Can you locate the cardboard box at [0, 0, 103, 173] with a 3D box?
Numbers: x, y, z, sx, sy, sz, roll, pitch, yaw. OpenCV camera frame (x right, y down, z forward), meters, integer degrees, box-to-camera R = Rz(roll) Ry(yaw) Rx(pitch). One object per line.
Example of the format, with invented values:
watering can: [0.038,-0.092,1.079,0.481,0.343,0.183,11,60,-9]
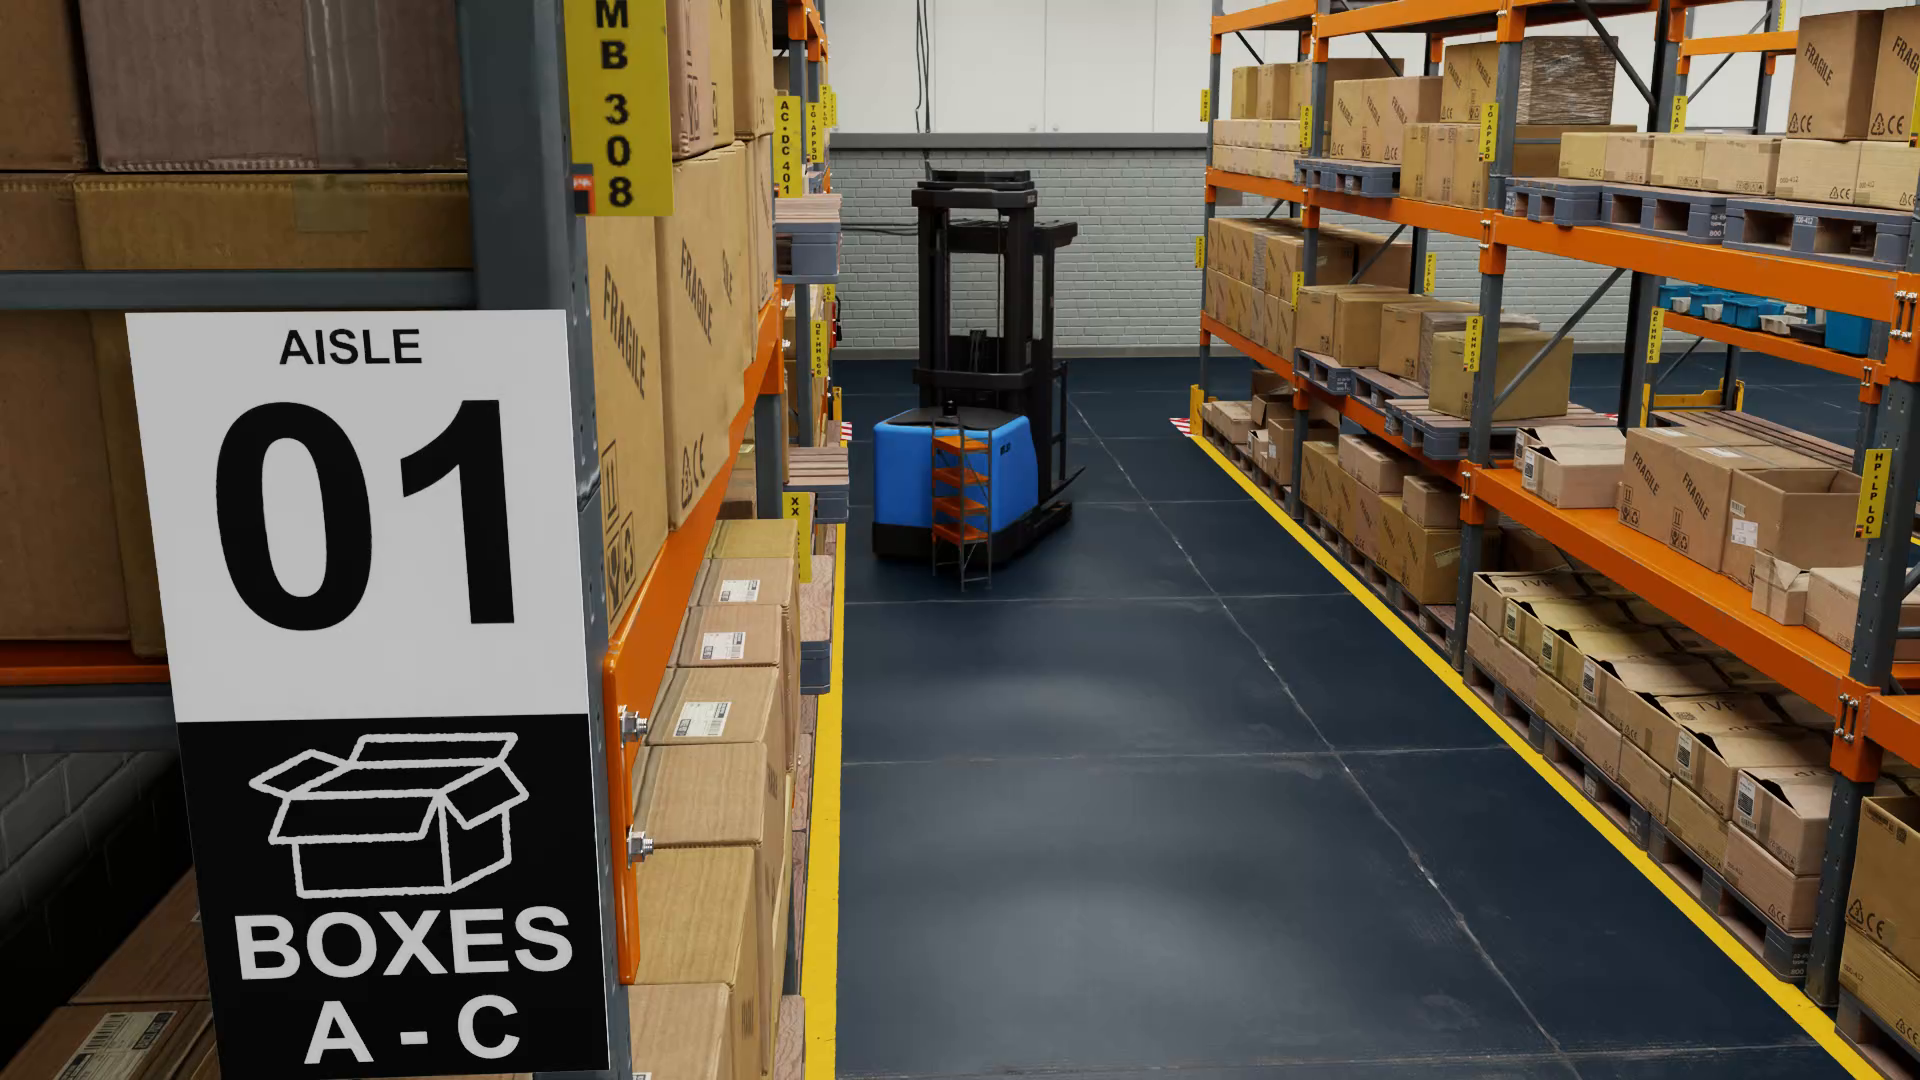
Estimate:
cardboard box: [-1.152,-0.680,1.883,0.500,0.500,0.500,0,14,-1]

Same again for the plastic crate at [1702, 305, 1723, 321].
plastic crate: [7.698,-2.299,16.852,0.250,0.136,0.298,-1,14,-3]

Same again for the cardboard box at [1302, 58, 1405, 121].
cardboard box: [3.268,-3.749,13.852,0.700,0.500,0.500,-1,14,-3]

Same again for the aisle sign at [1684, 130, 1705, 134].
aisle sign: [7.731,-3.986,17.783,0.394,0.787,0.004,-1,14,-3]

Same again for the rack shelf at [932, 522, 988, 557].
rack shelf: [0.009,-0.013,12.238,0.258,0.148,0.480,-7,16,-25]

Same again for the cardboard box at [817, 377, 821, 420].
cardboard box: [-1.158,-1.029,10.668,0.500,0.500,0.500,0,14,-2]

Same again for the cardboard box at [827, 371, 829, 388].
cardboard box: [-1.506,-1.603,16.608,0.380,0.149,0.250,0,14,-2]

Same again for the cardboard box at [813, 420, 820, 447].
cardboard box: [-1.088,-0.675,10.595,0.380,0.149,0.250,0,14,-2]

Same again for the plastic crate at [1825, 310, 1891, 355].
plastic crate: [7.911,-1.851,14.614,0.392,0.384,0.575,-1,14,-3]

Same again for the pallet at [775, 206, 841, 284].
pallet: [-1.044,-1.094,6.114,1.213,0.211,1.003,-1,14,-3]

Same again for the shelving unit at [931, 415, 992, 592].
shelving unit: [0.009,-0.271,12.171,0.258,1.200,0.503,-7,16,-25]

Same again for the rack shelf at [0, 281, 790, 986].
rack shelf: [-0.989,-0.184,3.644,1.077,0.370,4.000,-1,14,-3]

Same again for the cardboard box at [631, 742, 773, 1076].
cardboard box: [-0.641,0.743,3.376,0.500,0.500,0.500,-1,14,-5]

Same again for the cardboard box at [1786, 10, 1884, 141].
cardboard box: [3.774,-1.896,6.809,0.500,0.500,0.500,1,14,2]

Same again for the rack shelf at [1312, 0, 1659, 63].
rack shelf: [3.460,-3.510,11.354,1.077,0.370,4.000,-1,14,-3]

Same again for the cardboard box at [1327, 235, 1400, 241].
cardboard box: [3.555,-2.426,14.729,0.500,0.500,0.500,-1,14,-5]

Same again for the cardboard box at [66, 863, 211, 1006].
cardboard box: [-1.127,0.879,2.848,0.500,0.500,0.500,-1,14,-3]

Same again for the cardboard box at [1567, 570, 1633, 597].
cardboard box: [3.862,0.334,9.758,0.500,0.311,0.500,-1,14,-2]

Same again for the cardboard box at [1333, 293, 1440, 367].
cardboard box: [3.248,-1.604,12.698,0.700,0.500,0.500,1,14,5]

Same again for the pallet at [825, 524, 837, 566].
pallet: [-1.485,-0.025,13.201,1.003,0.211,1.213,-1,14,-3]

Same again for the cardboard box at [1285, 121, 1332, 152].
cardboard box: [3.035,-3.383,13.932,0.500,0.250,0.500,-1,14,-3]

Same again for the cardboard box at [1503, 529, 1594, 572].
cardboard box: [3.841,0.231,10.743,0.500,0.500,0.500,0,14,-1]

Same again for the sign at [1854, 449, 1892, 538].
sign: [3.290,-0.166,5.986,0.100,0.325,0.005,-1,14,-3]

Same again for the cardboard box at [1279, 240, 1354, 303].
cardboard box: [3.046,-2.298,14.232,0.500,0.500,0.500,-1,14,-3]

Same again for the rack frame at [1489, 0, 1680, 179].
rack frame: [3.584,-3.554,9.281,1.000,3.000,0.127,-1,14,-3]

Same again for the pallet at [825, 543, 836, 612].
pallet: [-1.406,0.279,12.019,1.003,0.211,1.213,-1,14,-3]

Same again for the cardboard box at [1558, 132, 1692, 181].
cardboard box: [3.668,-2.120,9.186,0.500,0.250,0.500,-2,15,-8]

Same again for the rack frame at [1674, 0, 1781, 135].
rack frame: [8.032,-5.620,17.308,1.000,3.000,0.127,-1,14,-3]

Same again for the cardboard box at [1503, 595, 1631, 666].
cardboard box: [3.364,0.473,9.218,0.500,0.311,0.500,-1,14,-5]

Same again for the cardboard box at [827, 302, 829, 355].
cardboard box: [-1.665,-2.028,14.788,0.980,0.700,0.700,-1,14,-5]

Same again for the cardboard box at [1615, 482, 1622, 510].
cardboard box: [3.719,-0.211,8.831,0.380,0.149,0.250,0,14,1]

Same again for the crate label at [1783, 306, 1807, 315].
crate label: [8.308,-2.274,16.755,0.396,0.136,0.243,-1,14,-3]

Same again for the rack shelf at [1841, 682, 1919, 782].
rack shelf: [3.955,1.192,4.319,1.077,0.370,4.000,-1,14,-3]

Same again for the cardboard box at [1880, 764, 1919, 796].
cardboard box: [4.054,1.096,6.797,0.500,0.311,0.500,-1,14,-3]

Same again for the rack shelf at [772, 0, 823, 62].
rack shelf: [-1.484,-3.432,11.053,1.077,0.370,4.000,-1,14,-3]

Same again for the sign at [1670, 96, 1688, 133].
sign: [4.138,-2.397,9.606,0.100,0.325,0.005,-1,14,-3]

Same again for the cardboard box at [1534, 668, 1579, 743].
cardboard box: [3.393,0.868,8.807,0.500,0.250,0.500,-1,14,-5]

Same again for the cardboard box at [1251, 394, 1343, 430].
cardboard box: [3.214,-1.115,15.967,0.797,0.503,0.637,-1,14,-3]

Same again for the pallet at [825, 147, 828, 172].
pallet: [-1.721,-3.482,15.200,1.003,0.211,1.213,-1,14,-3]

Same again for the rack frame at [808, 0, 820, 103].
rack frame: [-1.608,-4.472,12.847,1.000,3.000,0.127,-1,14,-3]

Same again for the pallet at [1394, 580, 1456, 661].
pallet: [3.575,0.515,11.100,1.003,0.211,1.213,-1,14,-3]

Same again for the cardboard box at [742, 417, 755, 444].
cardboard box: [-1.209,-0.268,7.464,0.700,0.500,0.500,1,14,4]

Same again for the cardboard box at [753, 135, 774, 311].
cardboard box: [-0.834,-0.965,4.997,0.500,0.500,0.500,0,14,-2]

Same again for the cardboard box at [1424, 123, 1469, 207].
cardboard box: [3.491,-2.385,10.555,0.910,0.500,0.500,-1,14,-3]

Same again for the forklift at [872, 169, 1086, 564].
forklift: [0.311,-1.560,13.707,1.130,2.935,3.031,5,15,20]

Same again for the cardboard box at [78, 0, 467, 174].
cardboard box: [-0.646,-0.677,1.869,0.500,0.500,0.500,-2,15,-7]

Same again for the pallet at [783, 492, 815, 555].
pallet: [-1.197,0.013,7.841,1.003,0.211,1.213,-1,14,-3]

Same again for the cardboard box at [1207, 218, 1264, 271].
cardboard box: [2.852,-3.057,17.180,0.500,0.500,0.500,0,14,-2]

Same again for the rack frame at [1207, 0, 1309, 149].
rack frame: [3.088,-5.544,17.014,1.000,3.000,0.127,-1,14,-3]

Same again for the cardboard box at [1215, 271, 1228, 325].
cardboard box: [2.890,-2.444,16.806,0.500,0.500,0.500,-1,14,-4]

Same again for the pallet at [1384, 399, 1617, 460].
pallet: [3.472,-0.724,10.704,1.213,0.211,1.003,-1,14,-3]

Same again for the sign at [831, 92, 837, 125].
sign: [-1.314,-4.409,17.006,0.100,0.325,0.005,-1,14,-3]

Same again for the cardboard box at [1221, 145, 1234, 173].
cardboard box: [2.884,-3.762,16.411,0.500,0.250,0.500,-1,14,-3]

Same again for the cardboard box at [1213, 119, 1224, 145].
cardboard box: [2.860,-4.129,16.832,0.500,0.250,0.500,-1,14,-3]

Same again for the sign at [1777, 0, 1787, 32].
sign: [8.580,-5.476,17.397,0.100,0.325,0.005,-1,14,-3]

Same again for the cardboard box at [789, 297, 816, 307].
cardboard box: [-1.165,-1.387,10.556,0.500,0.250,0.500,-1,14,-4]

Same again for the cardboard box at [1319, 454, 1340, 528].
cardboard box: [3.167,-0.390,13.155,0.500,0.500,0.500,-1,14,-3]
